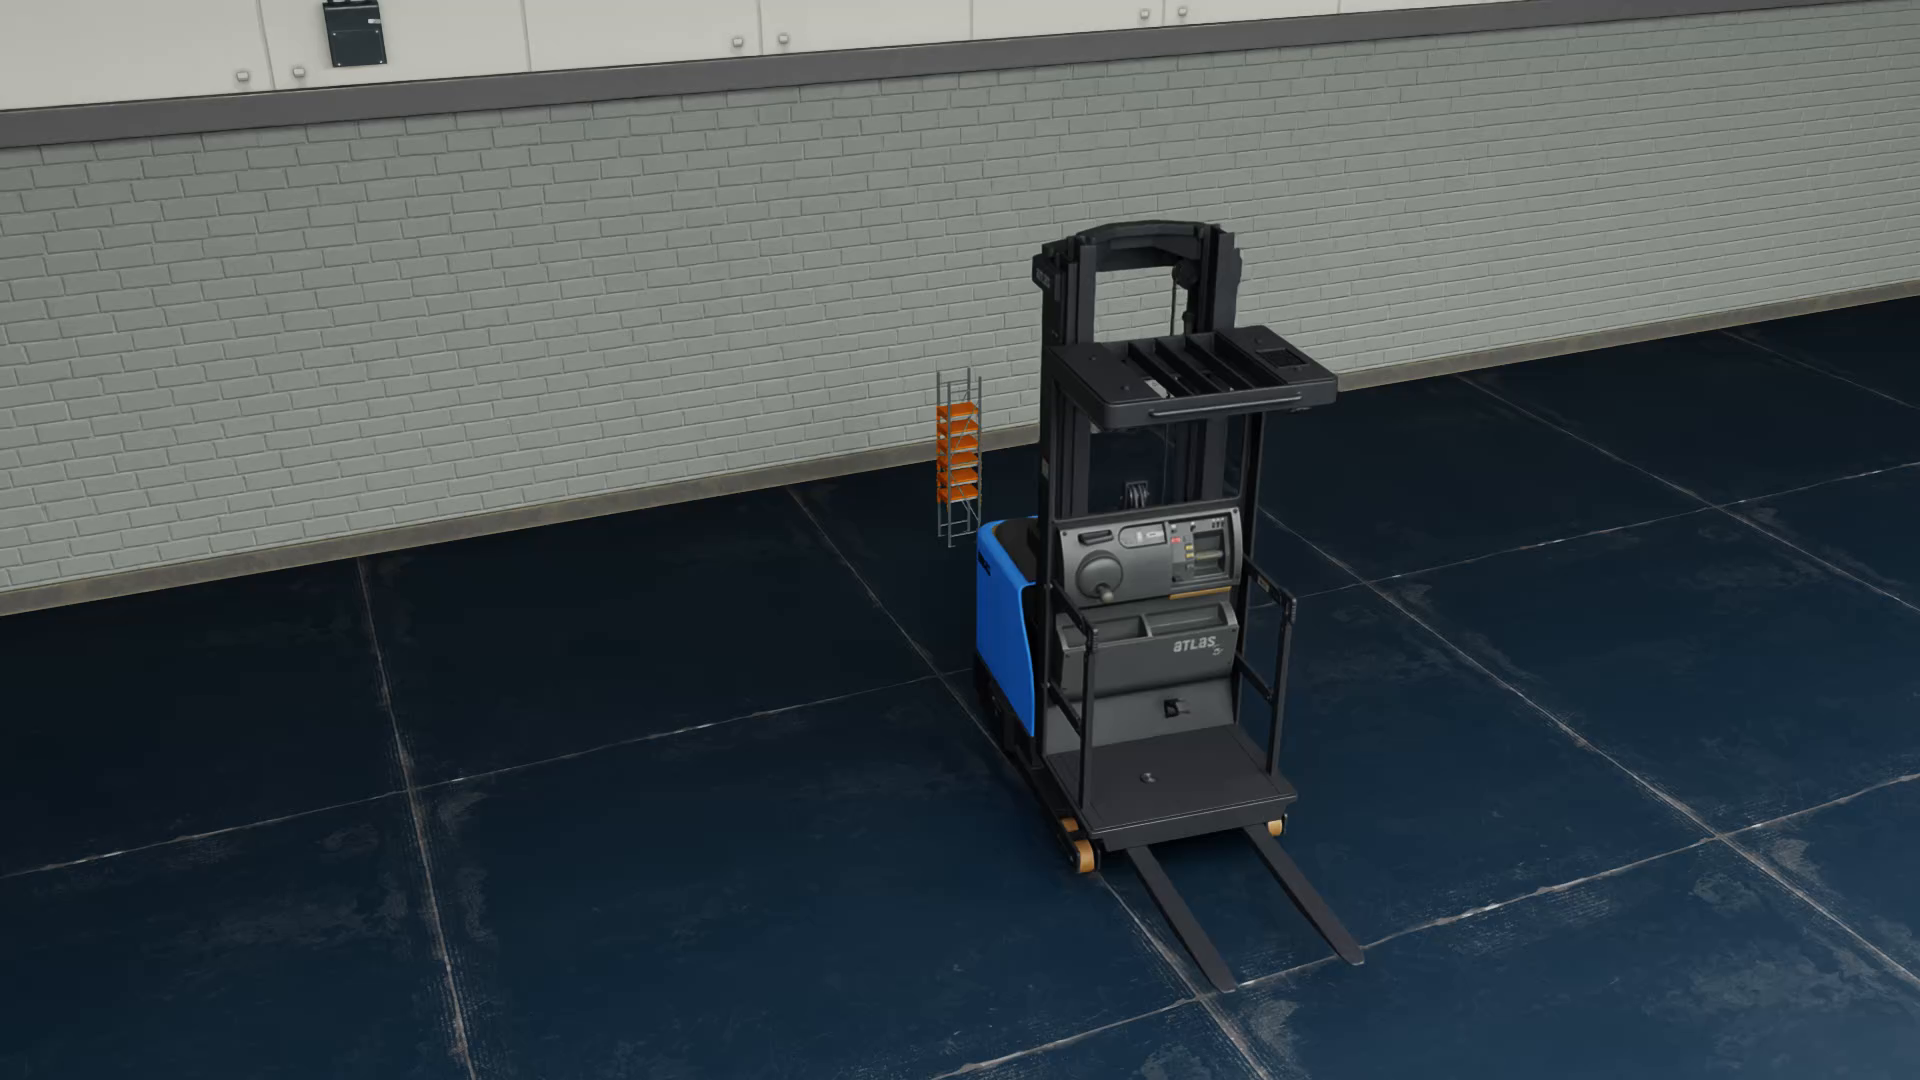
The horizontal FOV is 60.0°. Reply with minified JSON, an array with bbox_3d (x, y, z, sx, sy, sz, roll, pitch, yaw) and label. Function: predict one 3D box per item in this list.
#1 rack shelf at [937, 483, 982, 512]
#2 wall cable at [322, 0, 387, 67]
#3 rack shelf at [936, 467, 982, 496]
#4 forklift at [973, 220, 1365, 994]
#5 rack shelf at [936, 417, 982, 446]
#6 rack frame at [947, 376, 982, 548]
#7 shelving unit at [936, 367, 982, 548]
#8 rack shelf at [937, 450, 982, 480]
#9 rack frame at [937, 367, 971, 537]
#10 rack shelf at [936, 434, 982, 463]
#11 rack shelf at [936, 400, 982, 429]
[{"bbox_3d":[-0.006,-0.289,11.270,0.258,0.103,0.180,-11,28,-21],"label":"rack shelf"},{"bbox_3d":[-2.653,-5.701,8.941,2.305,6.003,0.169,-11,28,-21],"label":"wall cable"},{"bbox_3d":[-0.006,-0.397,11.217,0.258,0.103,0.180,-11,28,-21],"label":"rack shelf"},{"bbox_3d":[0.989,0.109,7.833,1.130,2.935,3.031,-8,27,-15],"label":"forklift"},{"bbox_3d":[-0.006,-0.721,11.059,0.258,0.103,0.180,-11,28,-21],"label":"rack shelf"},{"bbox_3d":[0.030,-0.508,11.069,0.240,1.200,0.006,-11,28,-21],"label":"rack frame"},{"bbox_3d":[-0.006,-0.545,11.145,0.258,1.200,0.189,-11,28,-21],"label":"shelving unit"},{"bbox_3d":[-0.006,-0.505,11.164,0.258,0.103,0.180,-11,28,-21],"label":"rack shelf"},{"bbox_3d":[-0.042,-0.582,11.220,0.240,1.200,0.006,-11,28,-21],"label":"rack frame"},{"bbox_3d":[-0.006,-0.613,11.112,0.258,0.103,0.180,-11,28,-21],"label":"rack shelf"},{"bbox_3d":[-0.006,-0.829,11.006,0.258,0.103,0.180,-11,28,-21],"label":"rack shelf"}]
